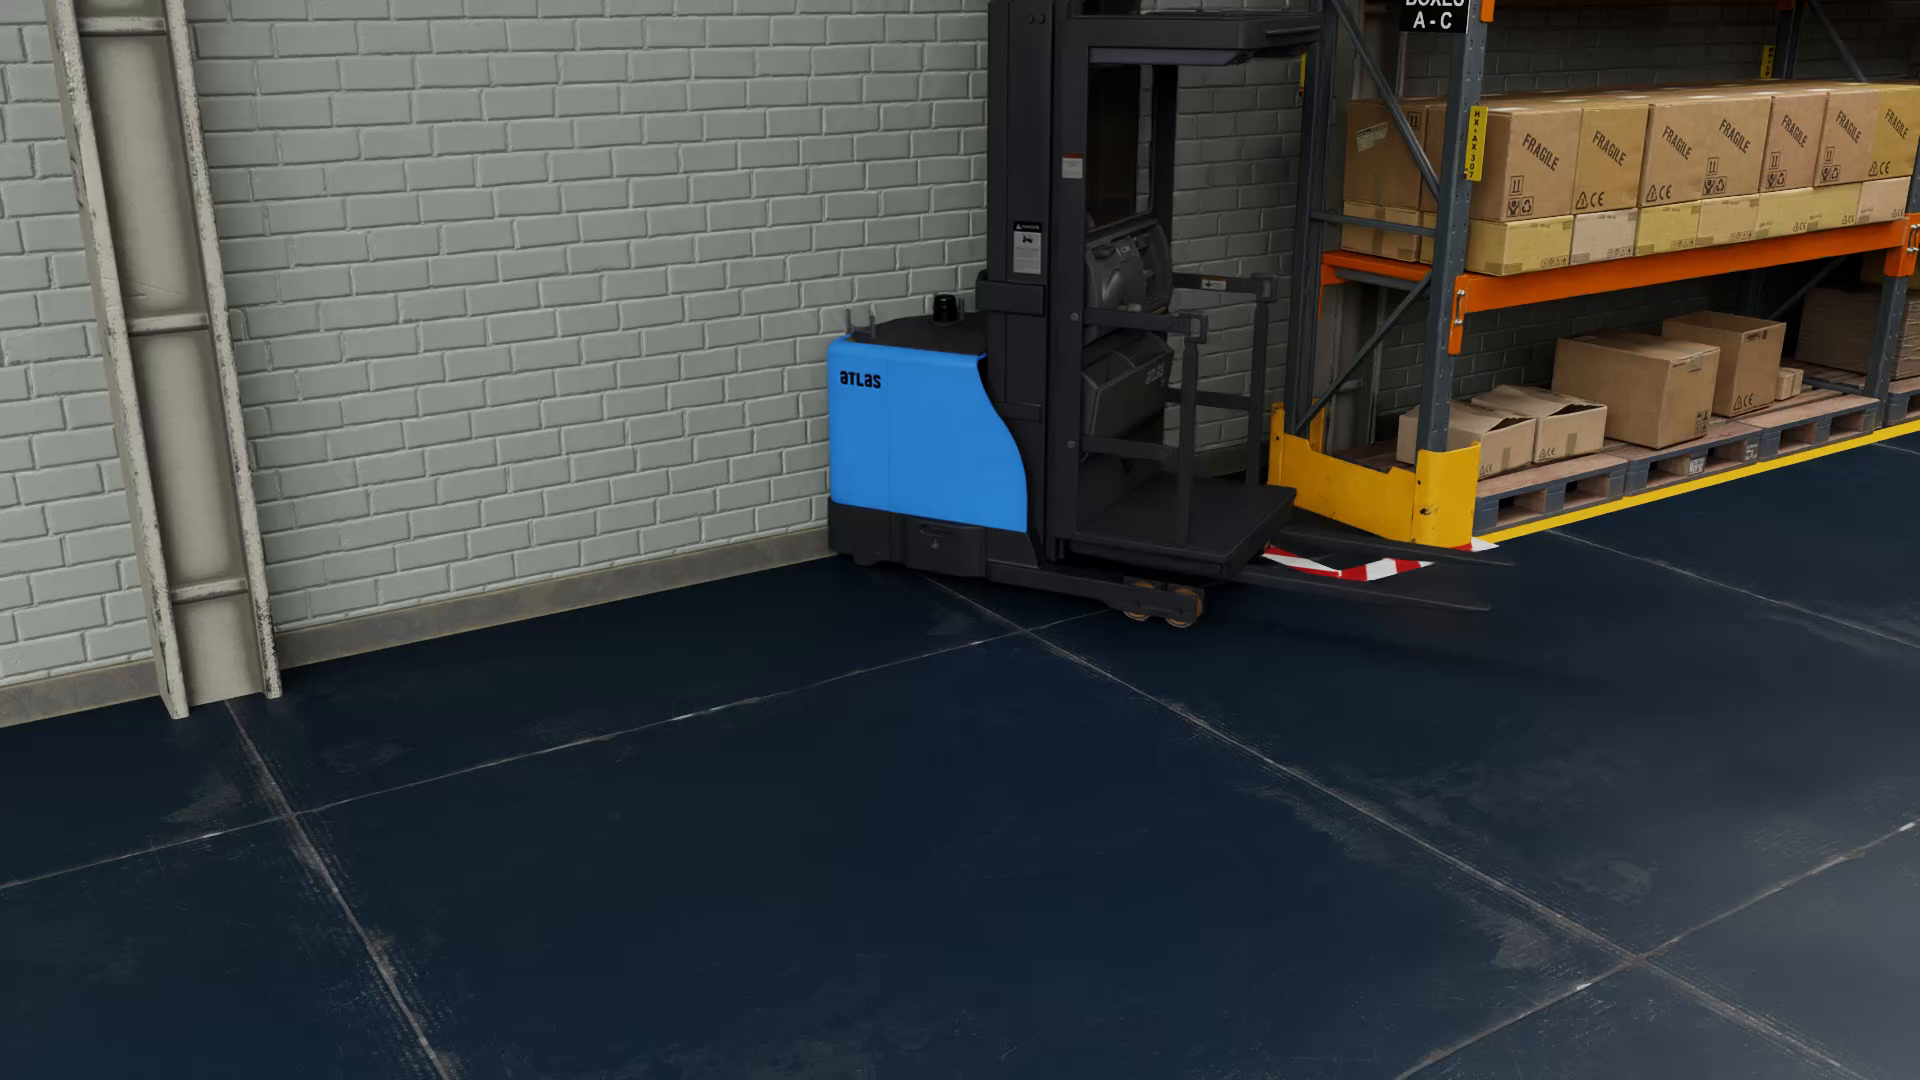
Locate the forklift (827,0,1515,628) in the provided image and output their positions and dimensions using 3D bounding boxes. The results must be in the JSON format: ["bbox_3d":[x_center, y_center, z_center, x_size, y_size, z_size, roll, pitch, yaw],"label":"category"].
[{"bbox_3d":[0.927,-1.206,7.236,3.031,2.935,1.130,9,21,25],"label":"forklift"}]

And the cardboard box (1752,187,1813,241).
[{"bbox_3d":[4.305,-1.825,9.162,0.500,0.250,0.500,-12,22,-32],"label":"cardboard box"}]

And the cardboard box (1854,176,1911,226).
[{"bbox_3d":[5.138,-2.003,9.689,0.500,0.250,0.500,-12,22,-31],"label":"cardboard box"}]

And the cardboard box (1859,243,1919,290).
[{"bbox_3d":[6.338,-1.821,10.994,0.500,0.250,0.500,-12,22,-33],"label":"cardboard box"}]

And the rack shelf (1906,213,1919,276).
[{"bbox_3d":[7.037,-2.241,11.312,4.000,0.370,1.077,-12,22,-31],"label":"rack shelf"}]

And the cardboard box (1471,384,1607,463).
[{"bbox_3d":[3.129,-0.657,9.017,0.500,0.311,0.500,-10,21,-27],"label":"cardboard box"}]

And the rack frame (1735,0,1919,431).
[{"bbox_3d":[5.367,-2.229,10.155,0.127,3.000,1.000,-12,22,-31],"label":"rack frame"}]

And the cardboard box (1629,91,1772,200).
[{"bbox_3d":[3.868,-2.090,8.775,0.500,0.500,0.500,-11,22,-30],"label":"cardboard box"}]

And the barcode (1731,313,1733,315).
[{"bbox_3d":[4.784,-1.374,10.342,0.075,0.075,0.001,-12,22,-31],"label":"barcode"}]

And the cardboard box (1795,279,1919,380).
[{"bbox_3d":[5.972,-1.388,10.881,0.500,0.500,0.700,-11,22,-30],"label":"cardboard box"}]

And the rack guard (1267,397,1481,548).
[{"bbox_3d":[2.089,-0.354,8.511,0.348,0.500,1.175,-12,22,-31],"label":"rack guard"}]

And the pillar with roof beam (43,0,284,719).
[{"bbox_3d":[-0.509,-2.513,1.627,0.400,9.000,9.100,-12,22,-31],"label":"pillar with roof beam"}]

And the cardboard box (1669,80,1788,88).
[{"bbox_3d":[4.425,-2.406,9.709,0.500,0.500,0.500,-12,22,-32],"label":"cardboard box"}]

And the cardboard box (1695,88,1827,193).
[{"bbox_3d":[4.302,-2.182,9.046,0.500,0.500,0.500,-13,22,-33],"label":"cardboard box"}]

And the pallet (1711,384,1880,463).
[{"bbox_3d":[4.825,-0.780,10.224,1.213,0.211,1.003,-12,22,-31],"label":"pallet"}]

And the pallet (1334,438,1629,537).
[{"bbox_3d":[2.787,-0.351,8.952,1.213,0.211,1.003,-12,22,-31],"label":"pallet"}]

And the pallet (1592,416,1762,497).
[{"bbox_3d":[3.805,-0.564,9.584,1.213,0.211,1.003,-12,22,-31],"label":"pallet"}]

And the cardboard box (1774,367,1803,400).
[{"bbox_3d":[4.936,-0.993,10.236,0.250,0.166,0.380,-16,24,-38],"label":"cardboard box"}]

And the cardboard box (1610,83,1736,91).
[{"bbox_3d":[4.006,-2.319,9.454,0.500,0.500,0.500,-11,22,-30],"label":"cardboard box"}]

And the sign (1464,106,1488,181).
[{"bbox_3d":[2.324,-1.790,7.503,0.005,0.325,0.100,-12,22,-31],"label":"sign"}]

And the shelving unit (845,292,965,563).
[{"bbox_3d":[-0.225,-0.536,7.943,0.503,1.200,0.258,-15,23,-31],"label":"shelving unit"}]

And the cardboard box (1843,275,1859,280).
[{"bbox_3d":[6.376,-1.492,11.190,0.500,0.500,0.700,-12,22,-32],"label":"cardboard box"}]

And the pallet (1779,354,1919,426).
[{"bbox_3d":[6.016,-1.046,11.008,1.213,0.211,1.003,-12,22,-31],"label":"pallet"}]

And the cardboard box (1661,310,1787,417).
[{"bbox_3d":[4.522,-1.060,9.912,0.500,0.500,0.500,-14,23,-35],"label":"cardboard box"}]

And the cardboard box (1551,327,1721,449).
[{"bbox_3d":[3.770,-0.863,9.330,0.500,0.500,0.700,-14,23,-35],"label":"cardboard box"}]

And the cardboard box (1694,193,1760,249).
[{"bbox_3d":[3.886,-1.736,8.899,0.500,0.250,0.500,-12,22,-31],"label":"cardboard box"}]

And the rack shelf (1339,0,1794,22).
[{"bbox_3d":[3.696,-2.957,8.748,4.000,0.370,1.077,-12,22,-31],"label":"rack shelf"}]

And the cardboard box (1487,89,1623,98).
[{"bbox_3d":[3.158,-2.136,8.913,0.500,0.500,0.500,-13,22,-33],"label":"cardboard box"}]

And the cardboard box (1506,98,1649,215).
[{"bbox_3d":[3.008,-1.906,8.232,0.500,0.500,0.500,-12,22,-31],"label":"cardboard box"}]

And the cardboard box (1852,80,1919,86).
[{"bbox_3d":[5.810,-2.565,10.307,0.500,0.500,0.700,-12,22,-31],"label":"cardboard box"}]

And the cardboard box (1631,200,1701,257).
[{"bbox_3d":[3.463,-1.647,8.637,0.500,0.250,0.500,-12,22,-32],"label":"cardboard box"}]

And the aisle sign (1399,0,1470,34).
[{"bbox_3d":[2.131,-2.663,7.380,0.004,0.787,0.394,-12,22,-31],"label":"aisle sign"}]

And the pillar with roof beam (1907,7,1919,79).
[{"bbox_3d":[9.513,-4.627,7.879,0.400,9.000,9.100,-12,22,-31],"label":"pillar with roof beam"}]

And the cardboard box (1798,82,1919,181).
[{"bbox_3d":[5.142,-2.357,9.565,0.500,0.500,0.500,-12,22,-32],"label":"cardboard box"}]

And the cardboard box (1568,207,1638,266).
[{"bbox_3d":[3.034,-1.559,8.377,0.500,0.250,0.500,-13,22,-33],"label":"cardboard box"}]

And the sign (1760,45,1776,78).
[{"bbox_3d":[5.058,-2.925,10.407,0.005,0.325,0.100,-12,22,-31],"label":"sign"}]

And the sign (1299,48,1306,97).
[{"bbox_3d":[1.737,-2.375,8.284,0.005,0.325,0.100,-12,22,-31],"label":"sign"}]

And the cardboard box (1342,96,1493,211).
[{"bbox_3d":[2.303,-1.958,8.385,0.500,0.500,0.500,-12,22,-32],"label":"cardboard box"}]

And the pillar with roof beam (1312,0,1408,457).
[{"bbox_3d":[4.502,-3.570,4.753,0.400,9.000,9.100,-12,22,-31],"label":"pillar with roof beam"}]

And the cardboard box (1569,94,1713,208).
[{"bbox_3d":[3.443,-1.996,8.496,0.500,0.500,0.500,-13,22,-33],"label":"cardboard box"}]

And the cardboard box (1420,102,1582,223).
[{"bbox_3d":[2.590,-1.822,7.983,0.500,0.500,0.500,-12,22,-31],"label":"cardboard box"}]

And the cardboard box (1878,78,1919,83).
[{"bbox_3d":[6.281,-2.662,10.592,0.500,0.500,0.700,-9,21,-26],"label":"cardboard box"}]

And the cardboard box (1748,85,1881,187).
[{"bbox_3d":[4.728,-2.267,9.300,0.500,0.500,0.500,-12,22,-32],"label":"cardboard box"}]

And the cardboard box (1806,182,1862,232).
[{"bbox_3d":[4.717,-1.918,9.436,0.500,0.250,0.500,-12,22,-31],"label":"cardboard box"}]

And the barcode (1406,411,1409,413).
[{"bbox_3d":[2.448,-0.672,9.045,0.075,0.075,0.001,-12,22,-31],"label":"barcode"}]

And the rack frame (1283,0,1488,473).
[{"bbox_3d":[2.026,-1.525,8.071,0.127,3.000,1.000,-12,22,-31],"label":"rack frame"}]

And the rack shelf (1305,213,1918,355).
[{"bbox_3d":[3.696,-1.536,9.228,4.000,0.370,1.077,-12,22,-31],"label":"rack shelf"}]

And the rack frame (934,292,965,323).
[{"bbox_3d":[-0.022,-0.591,8.067,0.015,1.200,0.240,-15,23,-31],"label":"rack frame"}]

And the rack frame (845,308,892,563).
[{"bbox_3d":[-0.428,-0.480,7.819,0.015,1.200,0.240,-15,23,-31],"label":"rack frame"}]

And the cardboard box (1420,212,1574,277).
[{"bbox_3d":[2.608,-1.464,8.095,0.500,0.250,0.500,-13,22,-33],"label":"cardboard box"}]

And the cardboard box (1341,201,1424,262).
[{"bbox_3d":[2.310,-1.597,8.489,0.500,0.250,0.500,-12,22,-31],"label":"cardboard box"}]

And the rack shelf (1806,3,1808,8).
[{"bbox_3d":[7.037,-3.662,10.832,4.000,0.370,1.077,-12,22,-31],"label":"rack shelf"}]

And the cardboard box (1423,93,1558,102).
[{"bbox_3d":[2.728,-2.044,8.640,0.500,0.500,0.500,-12,22,-31],"label":"cardboard box"}]

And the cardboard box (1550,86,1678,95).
[{"bbox_3d":[3.578,-2.225,9.175,0.500,0.500,0.500,-12,22,-31],"label":"cardboard box"}]

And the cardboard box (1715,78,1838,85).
[{"bbox_3d":[4.859,-2.496,9.976,0.500,0.500,0.500,-13,22,-33],"label":"cardboard box"}]

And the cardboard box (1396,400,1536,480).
[{"bbox_3d":[2.653,-0.557,8.720,0.500,0.311,0.500,-15,24,-37],"label":"cardboard box"}]
